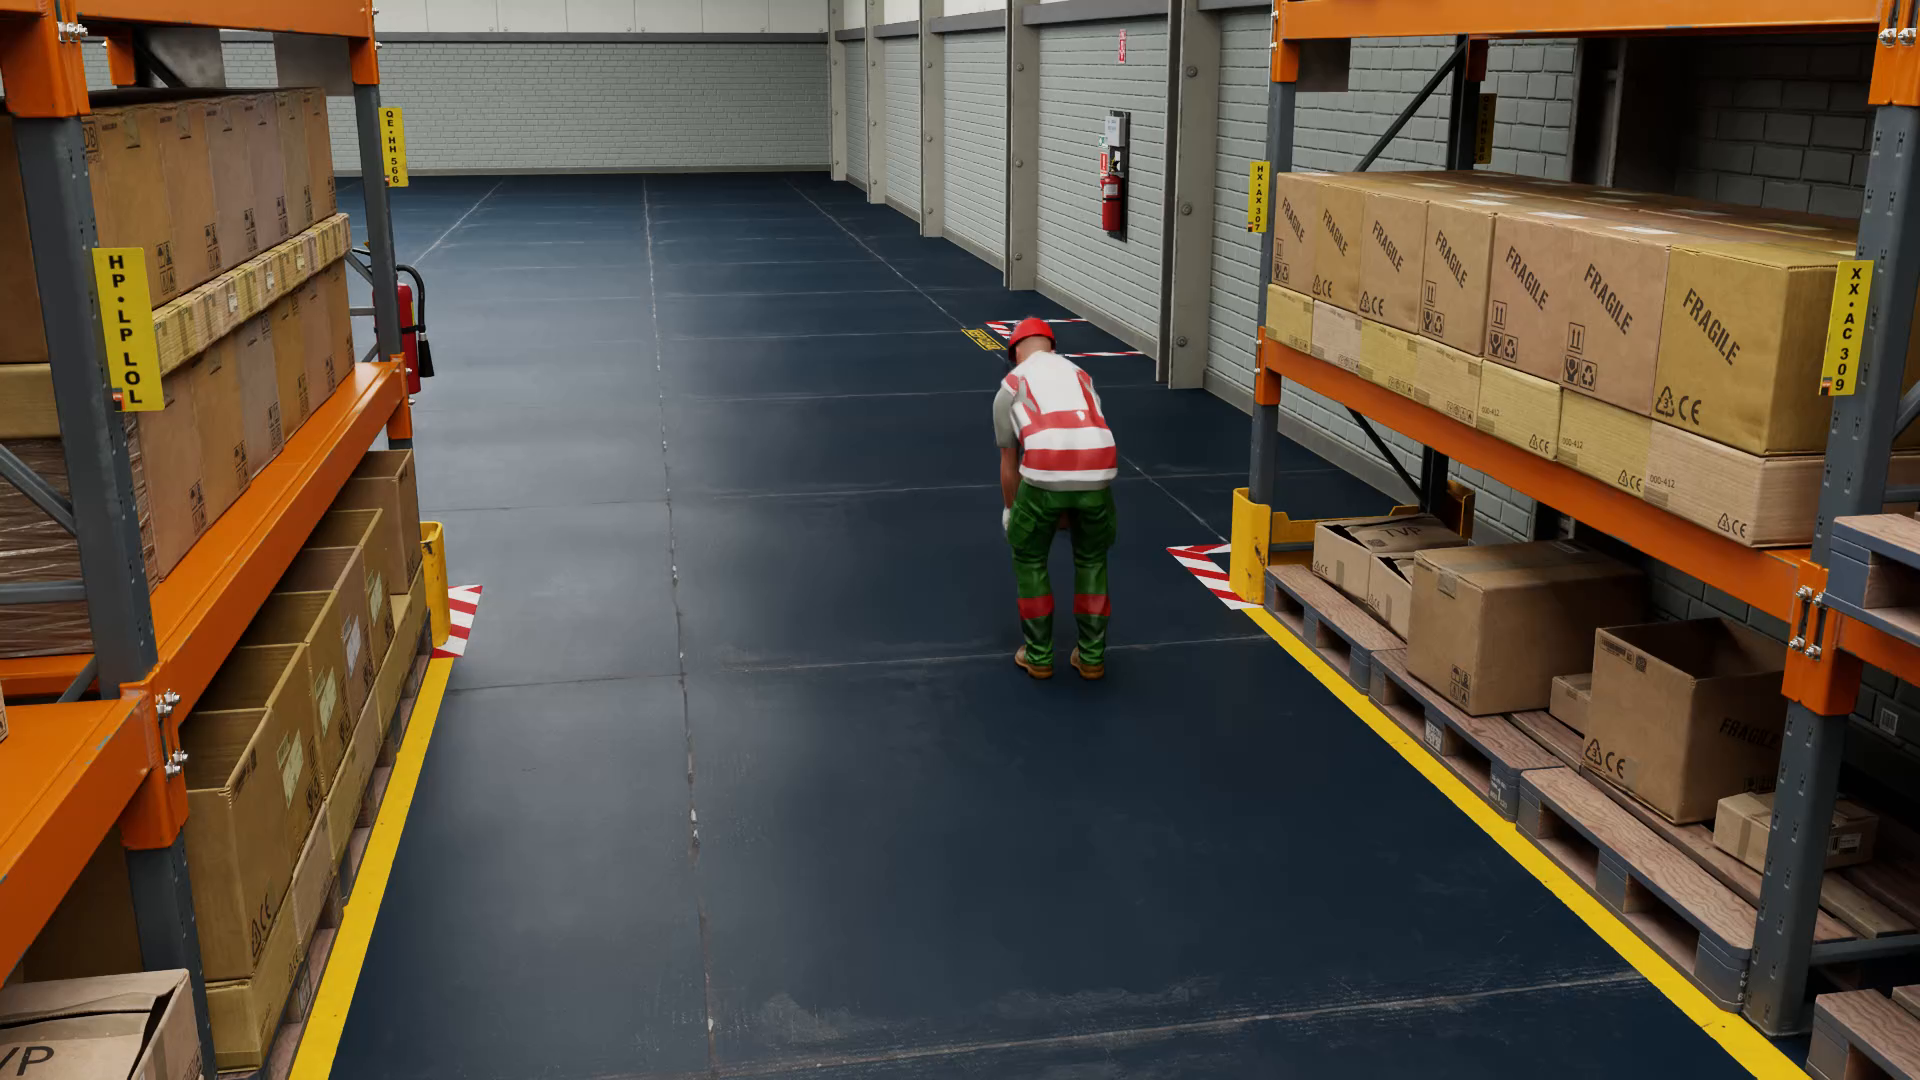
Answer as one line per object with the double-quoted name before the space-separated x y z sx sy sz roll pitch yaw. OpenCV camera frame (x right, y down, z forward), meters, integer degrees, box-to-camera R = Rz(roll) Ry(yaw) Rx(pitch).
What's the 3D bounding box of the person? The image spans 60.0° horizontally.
"person" 0.392 -0.189 7.203 0.484 1.472 0.858 -3 17 -12
